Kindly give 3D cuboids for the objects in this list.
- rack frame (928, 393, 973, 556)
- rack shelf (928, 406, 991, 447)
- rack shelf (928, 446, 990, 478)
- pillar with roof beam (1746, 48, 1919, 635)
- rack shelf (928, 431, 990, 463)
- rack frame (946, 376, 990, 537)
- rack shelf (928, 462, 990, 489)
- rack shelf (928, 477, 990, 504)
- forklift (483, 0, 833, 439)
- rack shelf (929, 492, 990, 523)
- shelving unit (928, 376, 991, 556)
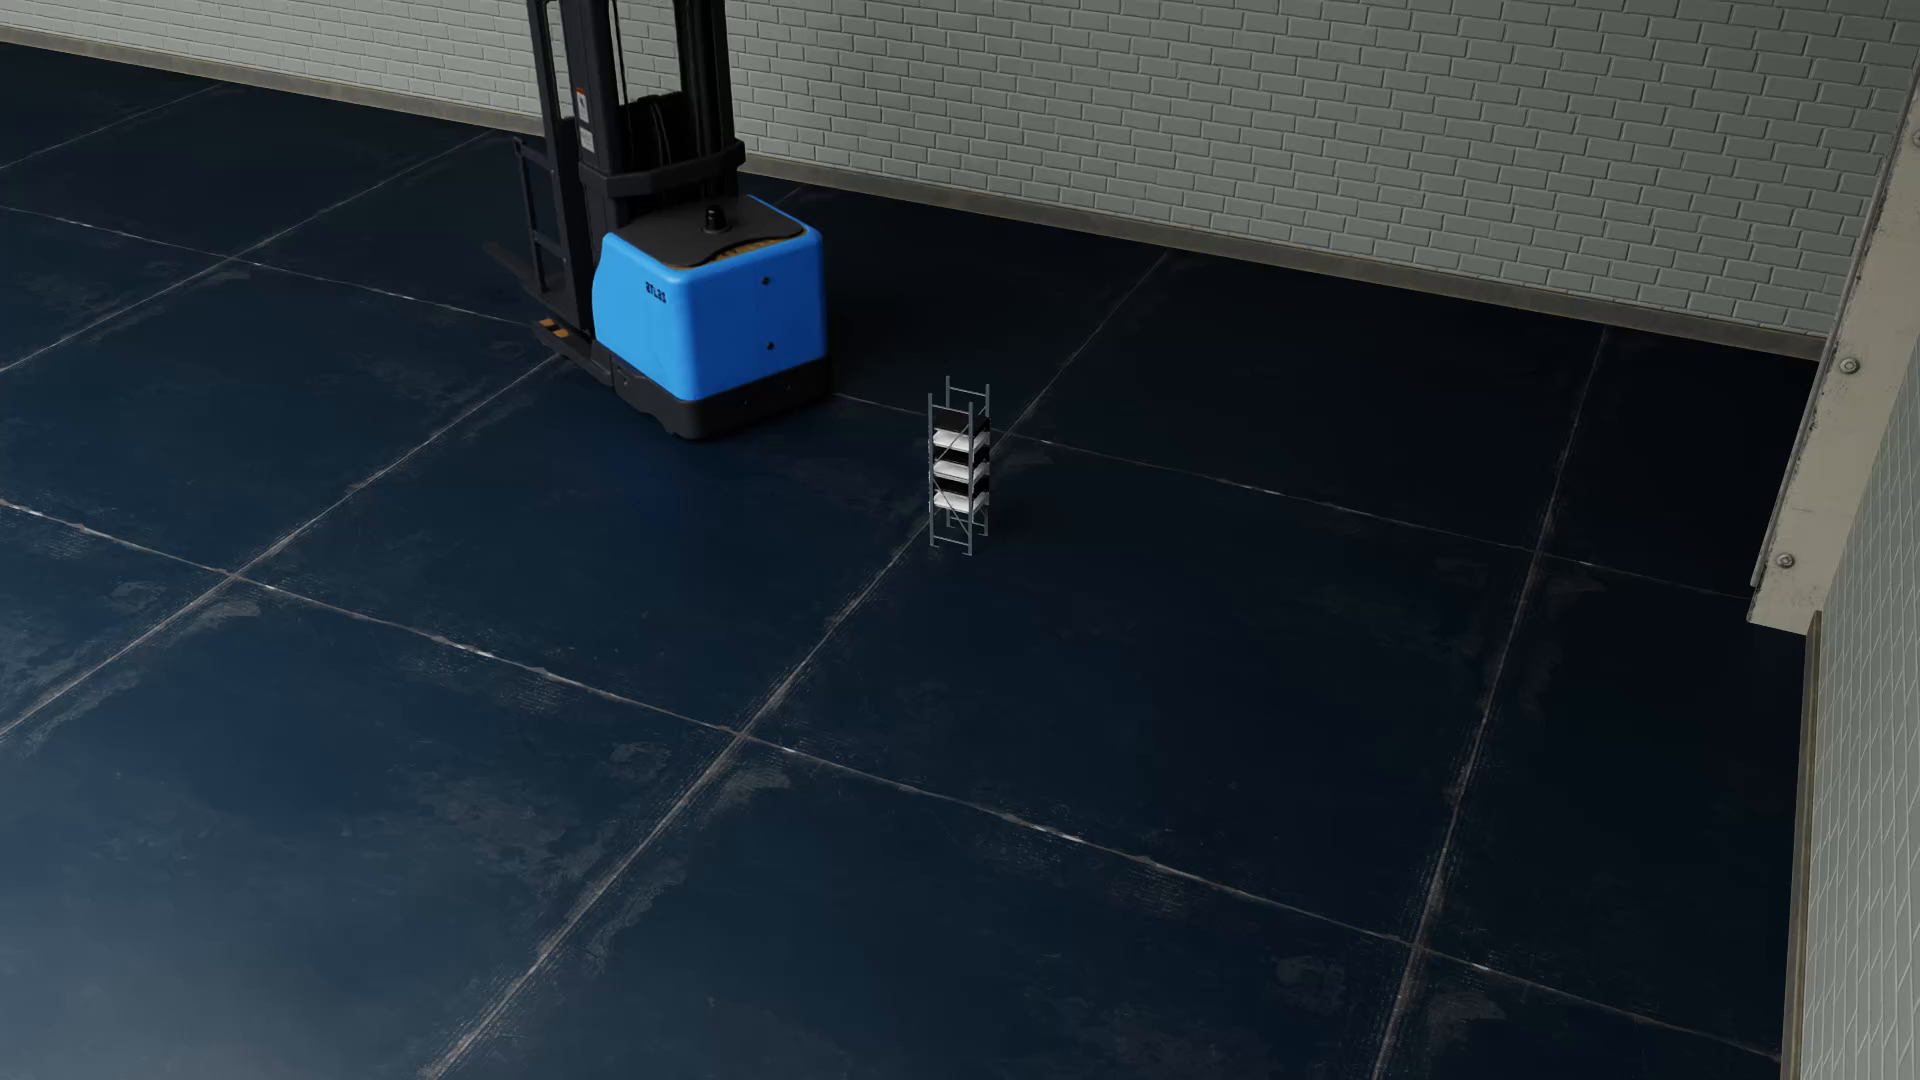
[{"bbox_3d":[-0.046,-0.322,8.420,0.240,0.900,0.006,14,36,20],"label":"rack frame"},{"bbox_3d":[-0.003,-0.570,8.367,0.258,0.077,0.200,14,36,20],"label":"rack shelf"},{"bbox_3d":[-0.003,-0.420,8.466,0.258,0.077,0.200,14,36,20],"label":"rack shelf"},{"bbox_3d":[0.163,-4.415,7.277,9.100,9.000,0.400,14,36,20],"label":"pillar with roof beam"},{"bbox_3d":[-0.003,-0.495,8.417,0.258,0.077,0.200,14,36,20],"label":"rack shelf"},{"bbox_3d":[0.039,-0.423,8.574,0.240,0.900,0.006,14,36,20],"label":"rack frame"},{"bbox_3d":[-0.003,-0.344,8.515,0.258,0.077,0.200,14,36,20],"label":"rack shelf"},{"bbox_3d":[-0.003,-0.269,8.565,0.258,0.077,0.200,14,36,20],"label":"rack shelf"},{"bbox_3d":[-2.080,-2.545,9.958,1.130,2.935,3.031,-24,40,-32],"label":"forklift"},{"bbox_3d":[-0.003,-0.194,8.614,0.258,0.077,0.200,14,36,20],"label":"rack shelf"},{"bbox_3d":[-0.003,-0.372,8.497,0.258,0.900,0.210,14,36,20],"label":"shelving unit"}]
